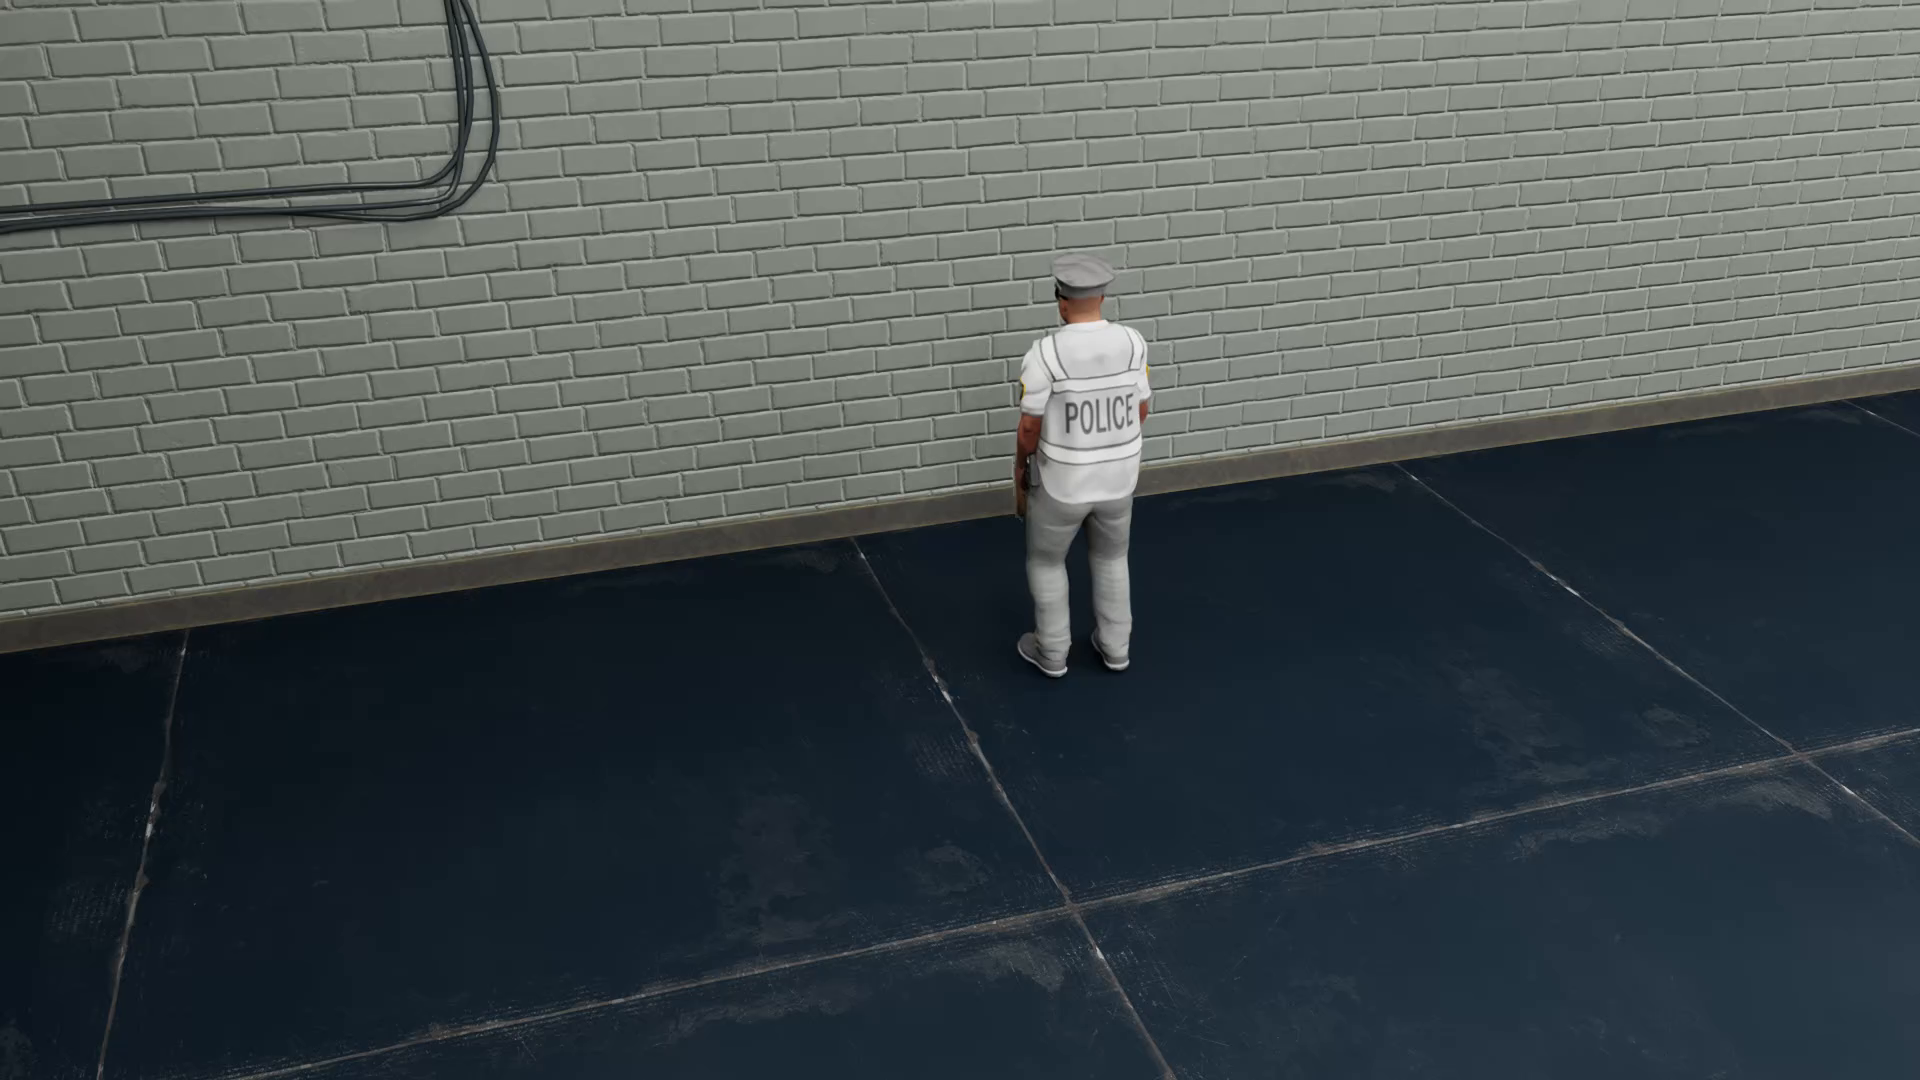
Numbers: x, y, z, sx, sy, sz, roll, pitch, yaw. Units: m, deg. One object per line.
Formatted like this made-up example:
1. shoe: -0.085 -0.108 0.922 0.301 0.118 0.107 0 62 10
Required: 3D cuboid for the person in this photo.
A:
1. person: 0.473 -0.264 6.626 0.547 1.763 0.470 -9 27 -17
